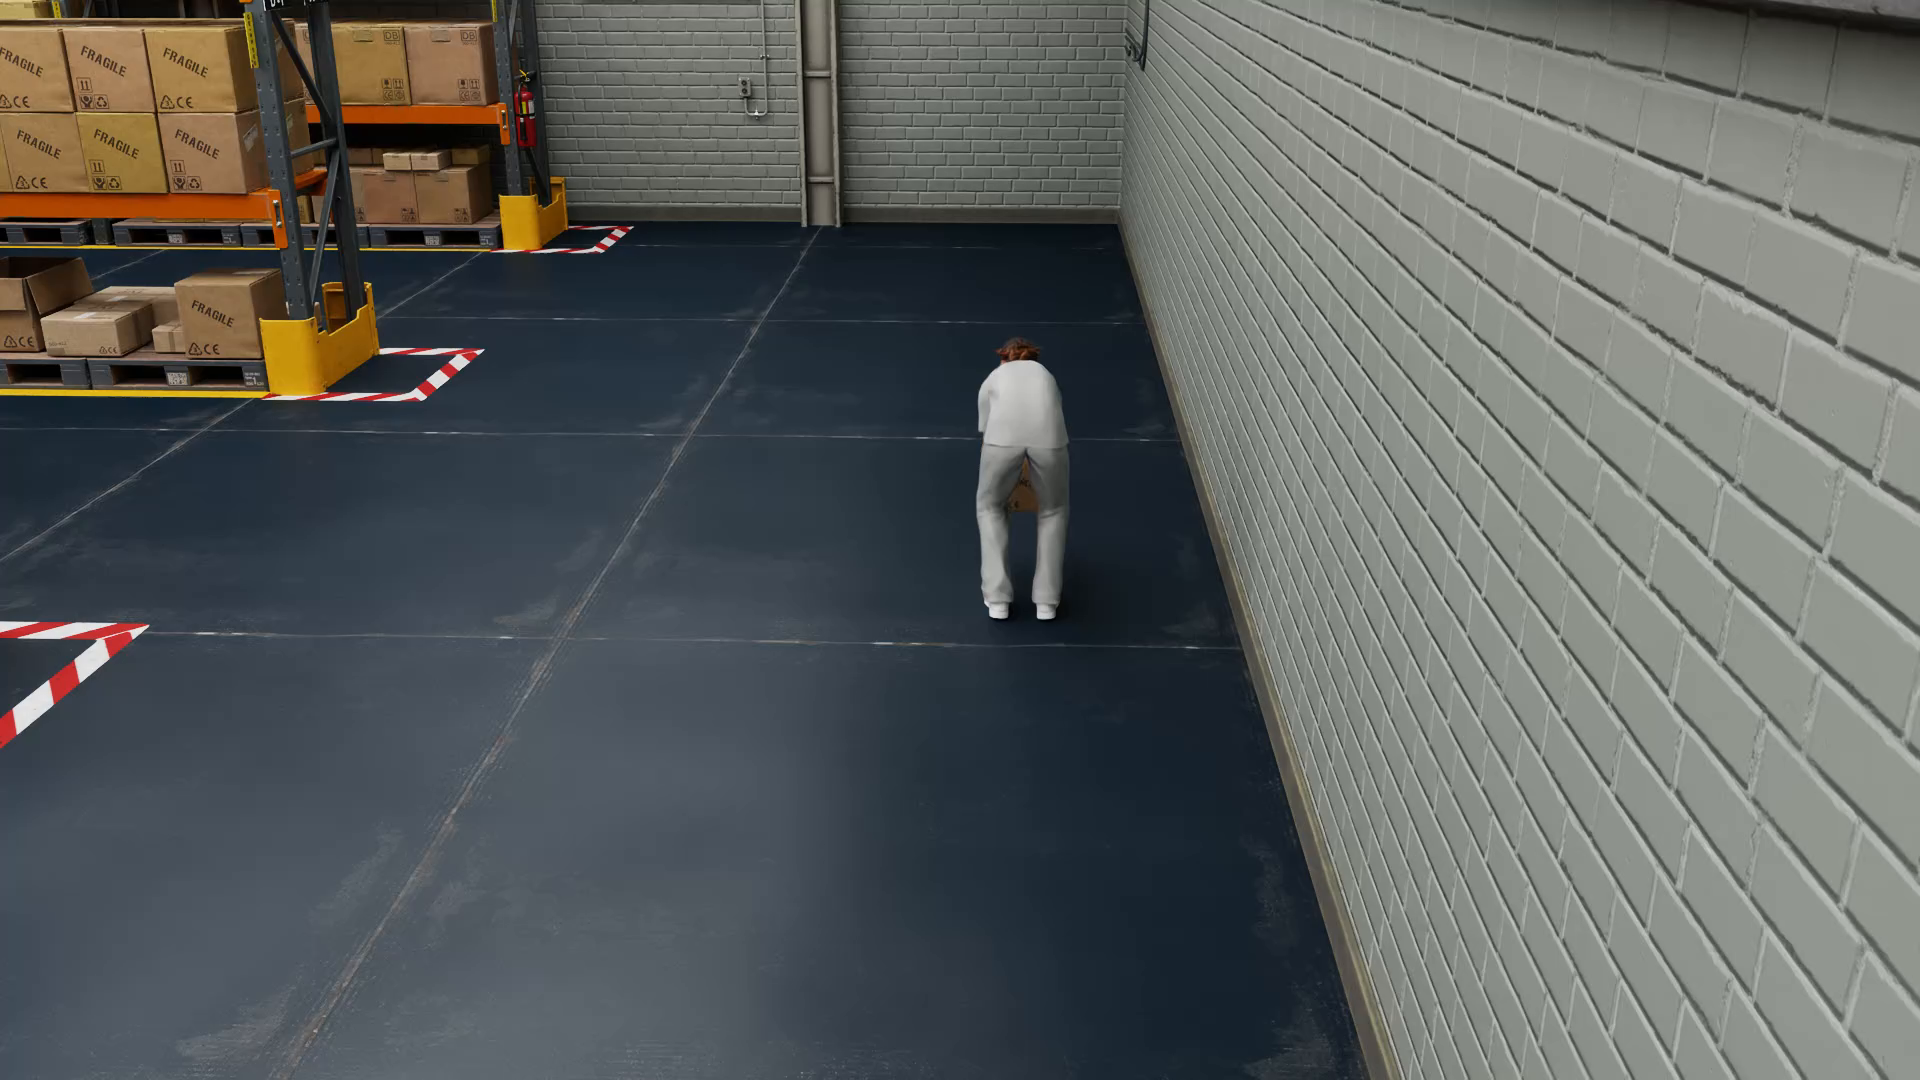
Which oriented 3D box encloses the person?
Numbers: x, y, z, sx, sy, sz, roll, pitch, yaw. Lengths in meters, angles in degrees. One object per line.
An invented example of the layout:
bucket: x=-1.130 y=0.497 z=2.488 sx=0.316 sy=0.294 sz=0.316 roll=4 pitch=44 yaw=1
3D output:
person: x=0.285 y=-0.301 z=7.596 sx=0.422 sy=1.162 sz=0.864 roll=0 pitch=21 yaw=0
